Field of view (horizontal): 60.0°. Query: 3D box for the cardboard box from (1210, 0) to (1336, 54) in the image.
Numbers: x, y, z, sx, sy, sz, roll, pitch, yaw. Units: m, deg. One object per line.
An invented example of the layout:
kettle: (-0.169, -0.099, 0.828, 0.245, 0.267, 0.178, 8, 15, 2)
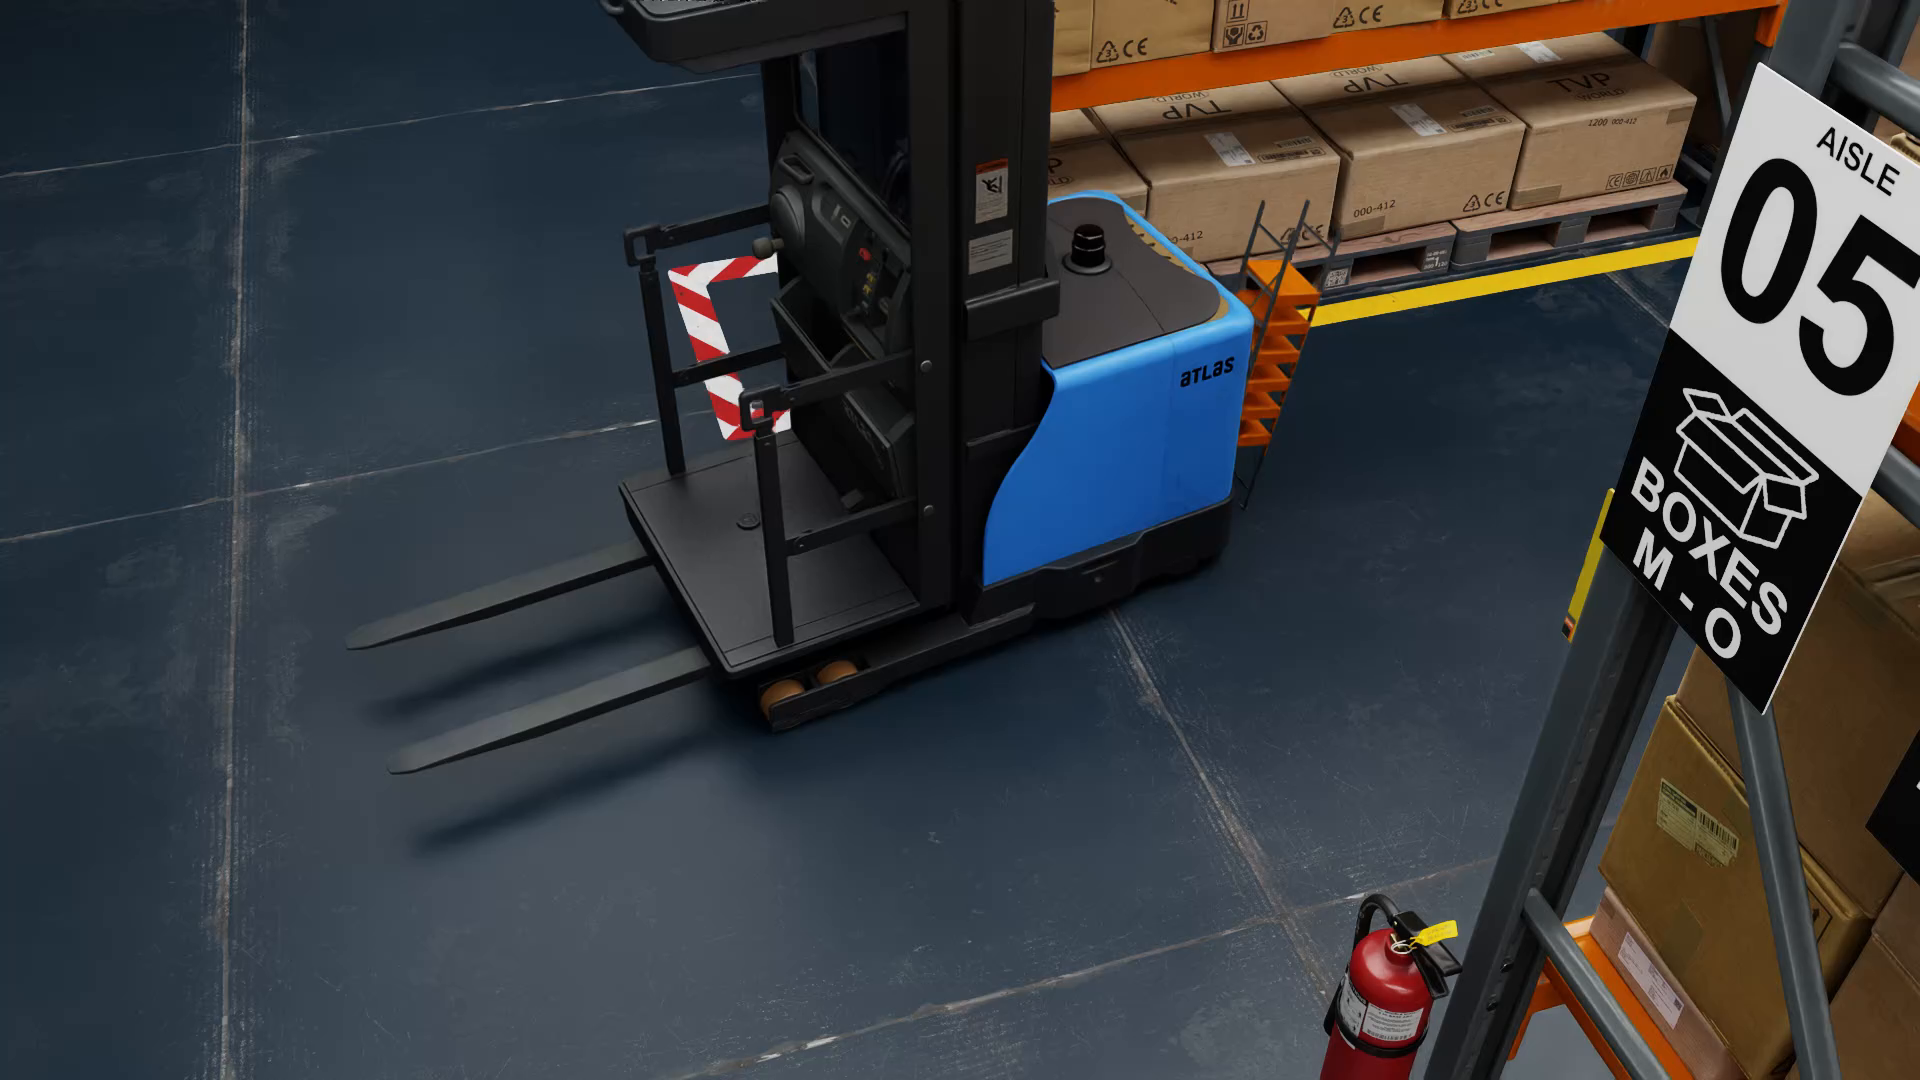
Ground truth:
cardboard box: (1.144, -2.269, 6.492, 0.500, 0.500, 0.500, -12, 43, -13)

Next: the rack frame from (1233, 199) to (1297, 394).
rack frame: (0.986, -0.635, 6.027, 0.006, 1.200, 0.240, -6, 40, -22)

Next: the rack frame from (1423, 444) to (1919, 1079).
rack frame: (1.218, 0.976, 2.853, 0.127, 3.000, 1.000, -12, 42, -13)

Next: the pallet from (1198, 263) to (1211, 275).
pallet: (0.374, -1.267, 7.540, 1.213, 0.211, 1.003, -12, 42, -13)

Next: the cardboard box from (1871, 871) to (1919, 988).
cardboard box: (1.726, 0.528, 2.304, 0.500, 0.500, 0.500, -12, 43, -13)

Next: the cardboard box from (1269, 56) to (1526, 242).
cardboard box: (1.965, -1.860, 7.727, 0.875, 0.438, 0.875, -13, 43, -14)

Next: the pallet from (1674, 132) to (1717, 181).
pallet: (4.163, -2.050, 8.436, 1.213, 0.211, 1.003, -12, 42, -13)

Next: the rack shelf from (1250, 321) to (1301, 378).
rack shelf: (1.083, -0.702, 6.017, 0.180, 0.103, 0.258, -6, 40, -22)

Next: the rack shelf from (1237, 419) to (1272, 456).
rack shelf: (1.021, -0.420, 6.233, 0.180, 0.103, 0.258, -6, 40, -22)

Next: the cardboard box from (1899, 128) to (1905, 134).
cardboard box: (4.877, -2.615, 8.259, 0.875, 0.875, 0.875, -11, 42, -12)

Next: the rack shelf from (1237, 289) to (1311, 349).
rack shelf: (1.103, -0.796, 5.945, 0.180, 0.103, 0.258, -6, 40, -22)

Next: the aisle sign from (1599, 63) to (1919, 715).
aisle sign: (1.058, -0.177, 2.196, 0.004, 0.787, 0.394, -12, 42, -13)

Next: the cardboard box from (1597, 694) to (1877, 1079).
cardboard box: (1.569, 0.576, 3.008, 0.500, 0.500, 0.500, -11, 42, -12)

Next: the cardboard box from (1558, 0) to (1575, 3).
cardboard box: (2.595, -2.581, 6.849, 0.500, 0.500, 0.500, -13, 43, -14)

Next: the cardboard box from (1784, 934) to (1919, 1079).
cardboard box: (1.729, 0.911, 2.625, 0.500, 0.500, 0.500, -10, 42, -11)

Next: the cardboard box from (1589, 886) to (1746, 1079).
cardboard box: (1.444, 0.829, 3.212, 0.250, 0.149, 0.380, -12, 42, -13)

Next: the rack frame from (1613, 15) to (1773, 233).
rack frame: (3.450, -2.901, 7.290, 0.127, 3.000, 1.000, -12, 42, -13)

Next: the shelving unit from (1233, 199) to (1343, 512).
shelving unit: (1.070, -0.643, 6.062, 0.189, 1.200, 0.258, -6, 40, -22)

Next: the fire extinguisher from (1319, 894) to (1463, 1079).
fire extinguisher: (0.839, 0.906, 3.275, 0.183, 0.674, 0.296, -12, 42, -13)

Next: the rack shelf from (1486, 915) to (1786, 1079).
rack shelf: (3.126, 0.852, 3.542, 4.000, 0.370, 1.077, -12, 42, -13)

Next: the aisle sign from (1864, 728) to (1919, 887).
aisle sign: (1.239, 0.200, 1.765, 0.004, 0.787, 0.394, -12, 42, -13)

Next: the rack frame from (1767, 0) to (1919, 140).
rack frame: (1.218, -1.283, 0.879, 0.127, 3.000, 1.000, -12, 42, -13)

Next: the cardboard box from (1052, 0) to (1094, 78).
cardboard box: (0.179, -2.063, 6.255, 0.500, 0.500, 0.500, -12, 43, -13)

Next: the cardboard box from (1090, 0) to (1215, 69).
cardboard box: (0.653, -2.180, 6.389, 0.500, 0.500, 0.500, -12, 43, -14)

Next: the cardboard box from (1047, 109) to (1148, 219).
cardboard box: (0.234, -1.497, 7.311, 0.875, 0.438, 0.875, -13, 43, -15)

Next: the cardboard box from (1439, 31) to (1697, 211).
cardboard box: (2.819, -2.037, 7.930, 0.875, 0.438, 0.875, -12, 43, -14)

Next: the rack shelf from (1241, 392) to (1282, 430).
rack shelf: (1.042, -0.514, 6.161, 0.180, 0.103, 0.258, -6, 40, -22)

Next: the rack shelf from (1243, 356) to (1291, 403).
rack shelf: (1.062, -0.608, 6.089, 0.180, 0.103, 0.258, -6, 40, -22)

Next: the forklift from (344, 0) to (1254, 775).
forklift: (-0.557, -0.874, 5.023, 3.031, 2.935, 1.130, -19, 45, -20)

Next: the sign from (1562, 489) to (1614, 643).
sign: (1.071, 0.069, 2.771, 0.005, 0.325, 0.100, -12, 42, -13)

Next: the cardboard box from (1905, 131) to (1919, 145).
cardboard box: (1.581, -0.536, 2.038, 0.500, 0.250, 0.500, -13, 43, -14)

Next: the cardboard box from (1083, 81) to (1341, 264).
cardboard box: (1.105, -1.683, 7.524, 0.875, 0.438, 0.875, -11, 42, -12)

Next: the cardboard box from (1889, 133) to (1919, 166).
cardboard box: (1.573, -0.353, 2.208, 0.500, 0.250, 0.500, -13, 43, -14)

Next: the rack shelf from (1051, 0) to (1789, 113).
rack shelf: (1.542, -2.235, 7.075, 4.000, 0.370, 1.077, -12, 42, -13)

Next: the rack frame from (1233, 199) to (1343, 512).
rack frame: (1.154, -0.651, 6.097, 0.006, 1.200, 0.240, -6, 40, -22)

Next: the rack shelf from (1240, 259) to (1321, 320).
rack shelf: (1.124, -0.890, 5.874, 0.180, 0.103, 0.258, -6, 40, -22)

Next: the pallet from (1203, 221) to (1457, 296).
pallet: (1.536, -1.506, 7.813, 1.213, 0.211, 1.003, -12, 42, -13)

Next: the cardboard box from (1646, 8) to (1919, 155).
cardboard box: (4.017, -2.431, 8.049, 0.875, 0.875, 0.875, -10, 42, -12)

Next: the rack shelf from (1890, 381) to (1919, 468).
rack shelf: (3.126, -0.278, 2.555, 4.000, 0.370, 1.077, -12, 42, -13)

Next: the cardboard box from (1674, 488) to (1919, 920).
cardboard box: (1.580, 0.203, 2.675, 0.500, 0.500, 0.500, -13, 43, -14)

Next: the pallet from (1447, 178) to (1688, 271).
pallet: (2.701, -1.749, 8.092, 1.213, 0.211, 1.003, -12, 42, -13)

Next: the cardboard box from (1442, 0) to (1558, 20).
cardboard box: (2.120, -2.473, 6.724, 0.500, 0.500, 0.500, -12, 43, -14)

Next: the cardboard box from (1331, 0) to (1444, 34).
cardboard box: (1.616, -2.379, 6.617, 0.500, 0.500, 0.500, -10, 42, -12)
